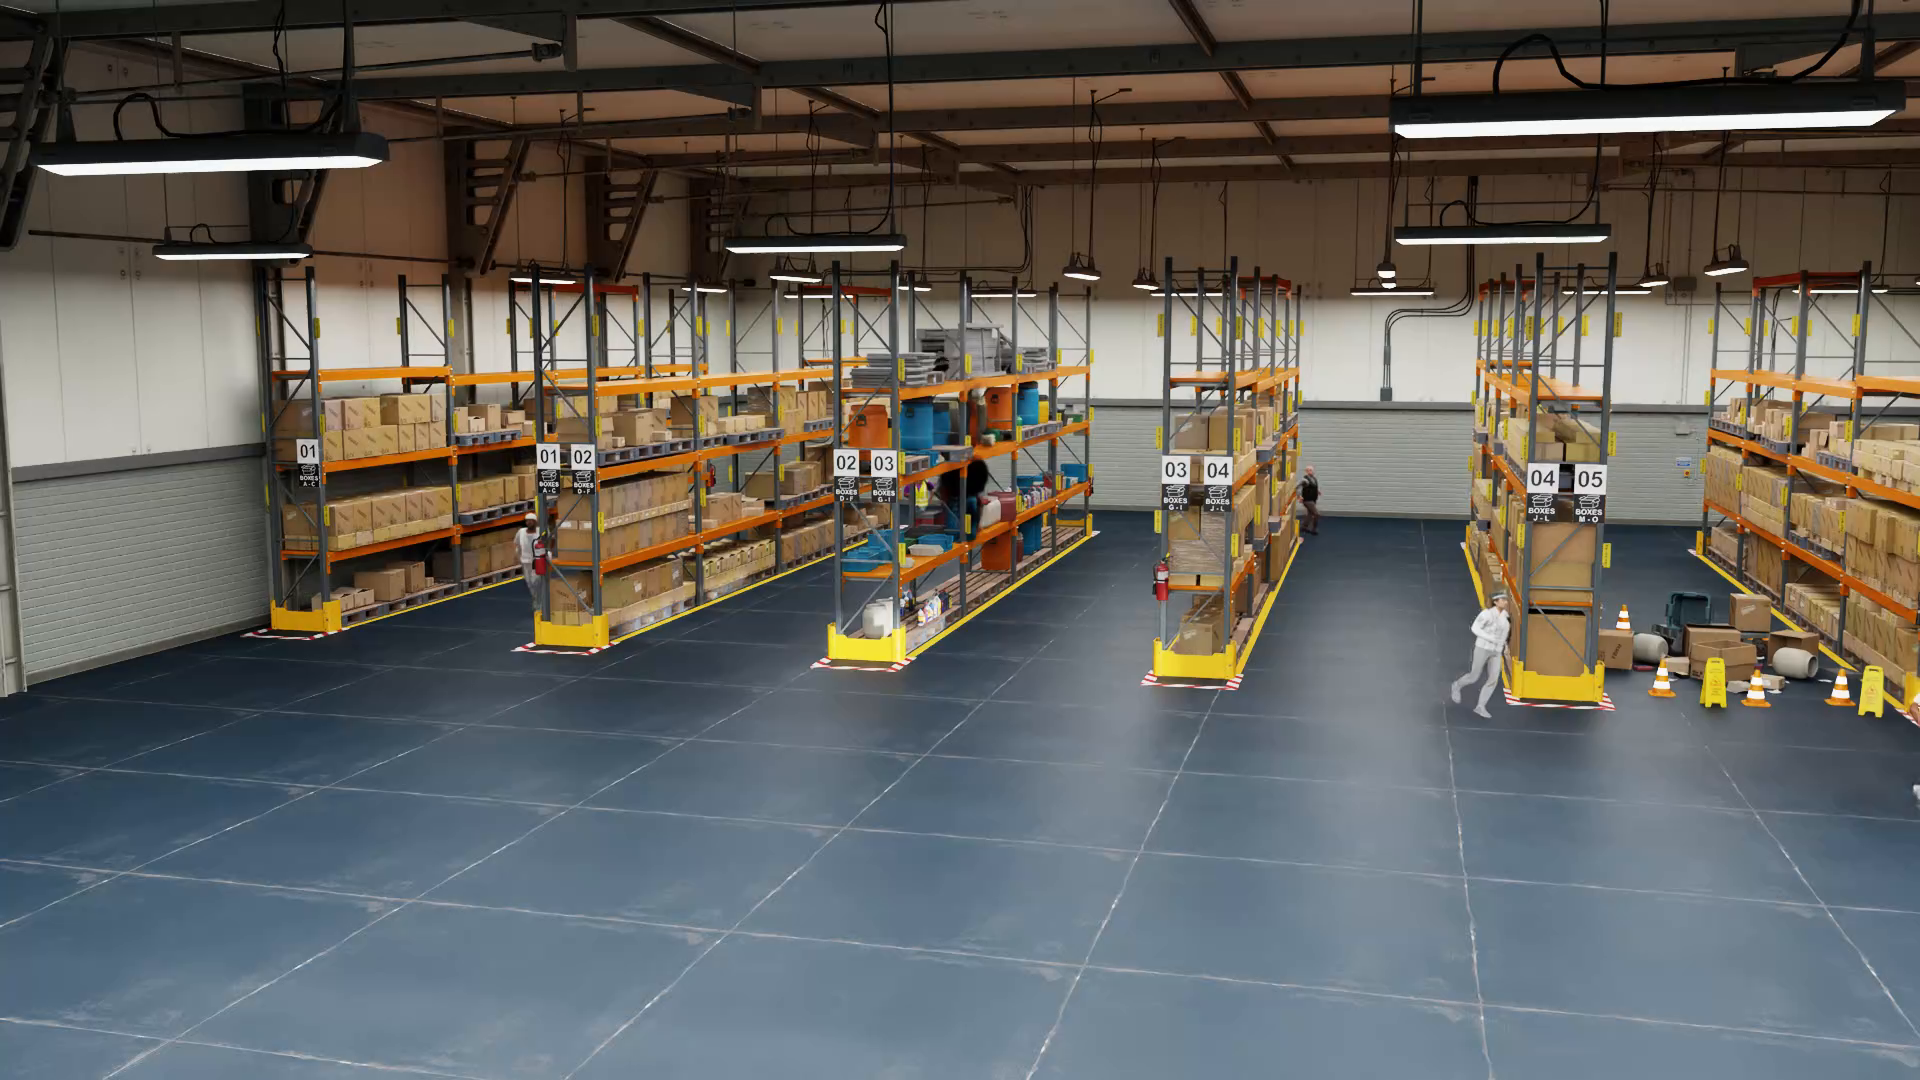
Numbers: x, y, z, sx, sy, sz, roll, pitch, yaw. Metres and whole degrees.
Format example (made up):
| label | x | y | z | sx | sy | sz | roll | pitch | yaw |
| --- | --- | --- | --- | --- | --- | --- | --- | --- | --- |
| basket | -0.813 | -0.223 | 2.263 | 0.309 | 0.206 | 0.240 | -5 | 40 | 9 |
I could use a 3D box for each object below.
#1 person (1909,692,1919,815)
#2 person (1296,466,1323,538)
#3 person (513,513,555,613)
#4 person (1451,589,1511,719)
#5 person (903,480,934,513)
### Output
| label | x | y | z | sx | sy | sz | roll | pitch | yaw |
| --- | --- | --- | --- | --- | --- | --- | --- | --- | --- |
| person | 10.060 | 2.009 | 16.879 | 0.691 | 1.719 | 0.584 | -6 | 9 | -37 |
| person | 8.393 | -0.913 | 40.067 | 0.675 | 1.762 | 0.729 | 6 | 10 | 41 |
| person | -7.527 | 0.435 | 29.208 | 0.644 | 1.836 | 0.763 | 1 | 7 | 9 |
| person | 6.938 | 1.441 | 21.800 | 0.642 | 1.646 | 0.851 | -2 | 8 | -17 |
| person | -0.973 | -0.752 | 38.502 | 0.677 | 1.815 | 0.797 | 1 | 7 | 9 |
